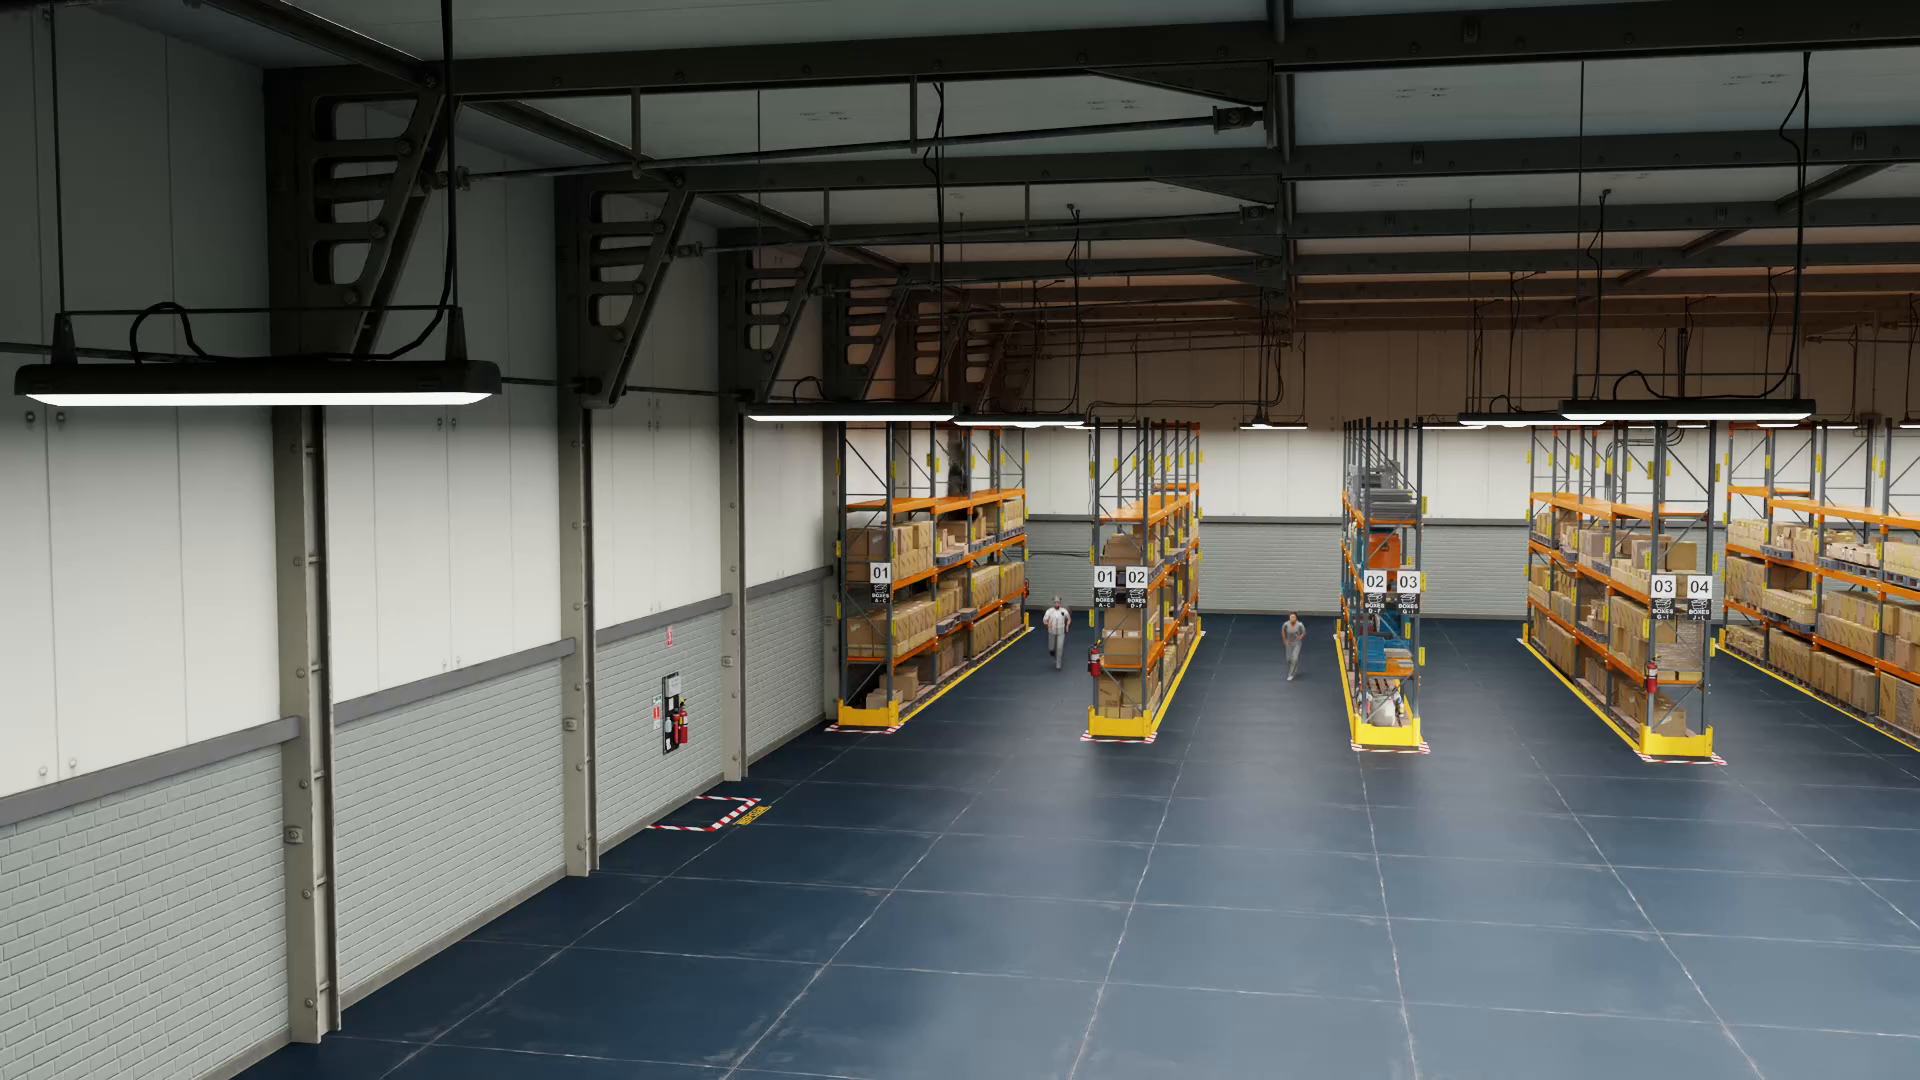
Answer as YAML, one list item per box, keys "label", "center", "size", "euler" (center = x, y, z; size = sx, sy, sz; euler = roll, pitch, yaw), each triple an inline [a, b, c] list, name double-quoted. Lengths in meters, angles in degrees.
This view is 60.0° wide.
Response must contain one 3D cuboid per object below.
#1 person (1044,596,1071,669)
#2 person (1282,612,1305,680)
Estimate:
- label: "person"
  center: [2.362, 2.230, 40.369]
  size: [0.674, 1.740, 0.782]
  euler: [0, 4, 4]
- label: "person"
  center: [7.727, 2.445, 38.526]
  size: [0.554, 1.600, 0.705]
  euler: [1, 4, 16]
